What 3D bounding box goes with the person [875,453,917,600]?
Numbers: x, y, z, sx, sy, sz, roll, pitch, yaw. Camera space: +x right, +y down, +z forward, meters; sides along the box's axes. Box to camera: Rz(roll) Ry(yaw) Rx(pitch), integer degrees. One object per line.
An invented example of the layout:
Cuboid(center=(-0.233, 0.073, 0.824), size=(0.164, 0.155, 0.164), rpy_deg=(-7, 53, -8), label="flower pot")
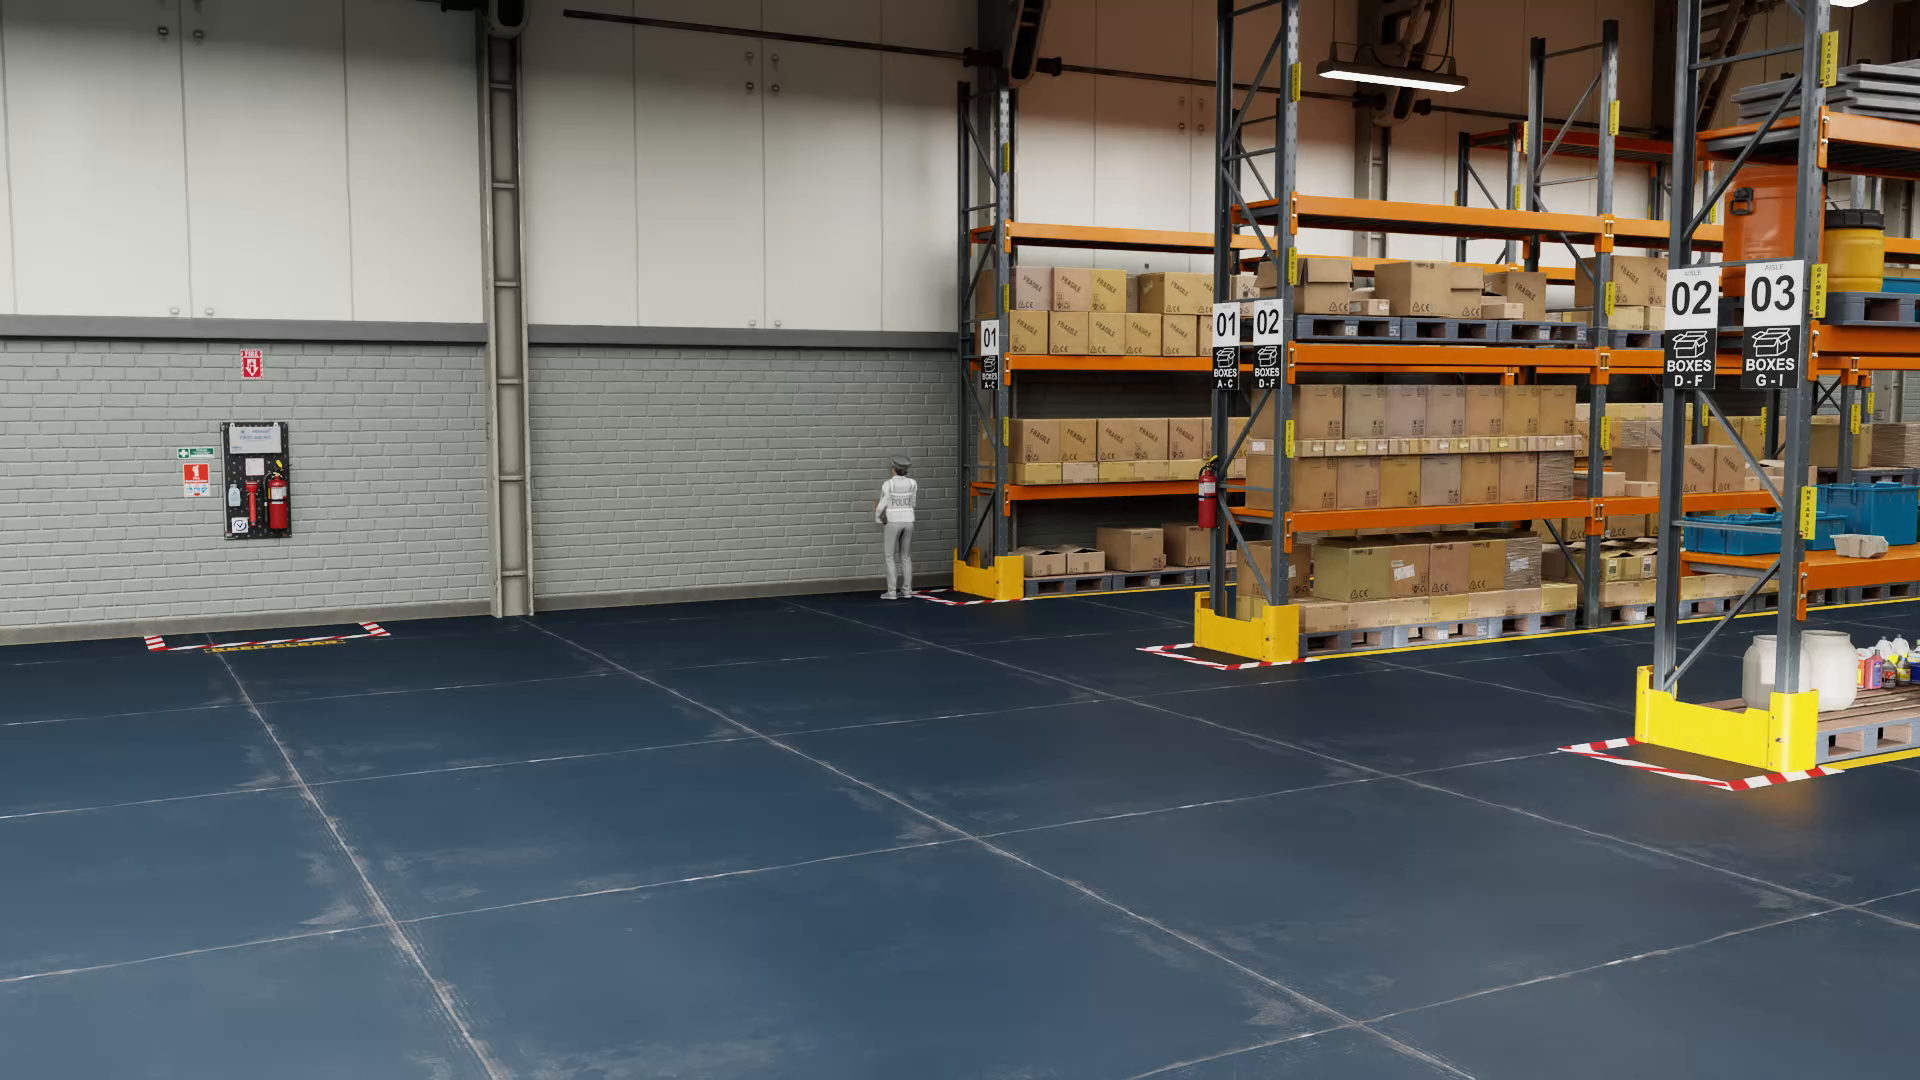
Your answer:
Cuboid(center=(-0.736, -0.163, 19.172), size=(0.460, 1.686, 0.557), rpy_deg=(-3, 6, -28), label="person")
